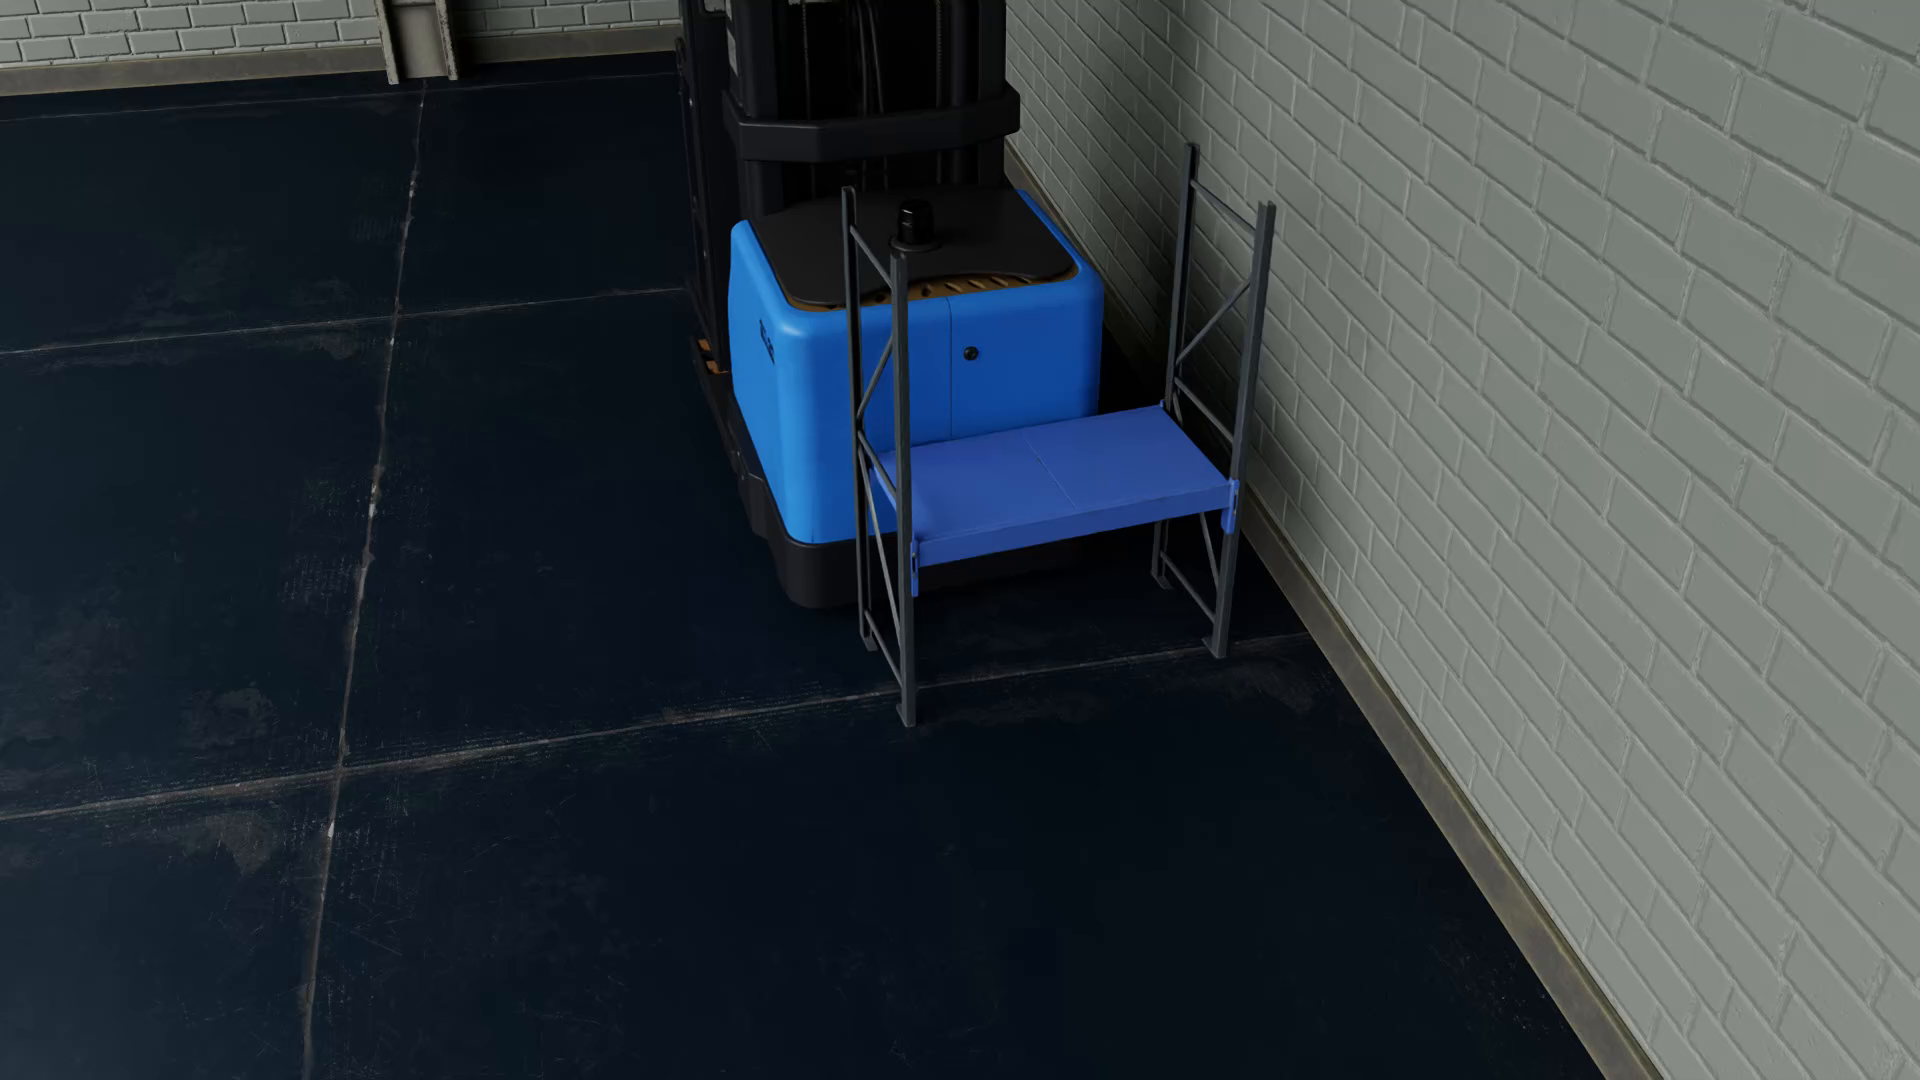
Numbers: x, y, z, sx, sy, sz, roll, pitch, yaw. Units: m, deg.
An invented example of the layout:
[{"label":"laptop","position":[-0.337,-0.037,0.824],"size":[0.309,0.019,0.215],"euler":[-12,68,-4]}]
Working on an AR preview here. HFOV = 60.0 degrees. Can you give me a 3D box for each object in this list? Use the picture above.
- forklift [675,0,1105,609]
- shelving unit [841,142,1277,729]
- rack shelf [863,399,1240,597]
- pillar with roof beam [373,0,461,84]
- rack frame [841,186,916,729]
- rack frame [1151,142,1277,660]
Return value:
[{"label":"forklift","position":[-0.453,-1.815,5.824],"size":[1.130,2.935,3.031],"euler":[-9,35,-14]},{"label":"shelving unit","position":[0.255,-0.290,4.837],"size":[1.048,1.500,0.538],"euler":[-11,35,-16]},{"label":"rack shelf","position":[0.255,-0.141,4.937],"size":[1.000,0.185,0.538],"euler":[-11,35,-16]},{"label":"pillar with roof beam","position":[-2.226,-4.168,3.886],"size":[0.400,9.000,9.100],"euler":[-7,35,-11]},{"label":"rack frame","position":[-0.225,-0.198,4.699],"size":[0.032,1.500,0.500],"euler":[-11,35,-16]},{"label":"rack frame","position":[0.736,-0.383,4.974],"size":[0.032,1.500,0.500],"euler":[-11,35,-16]}]
